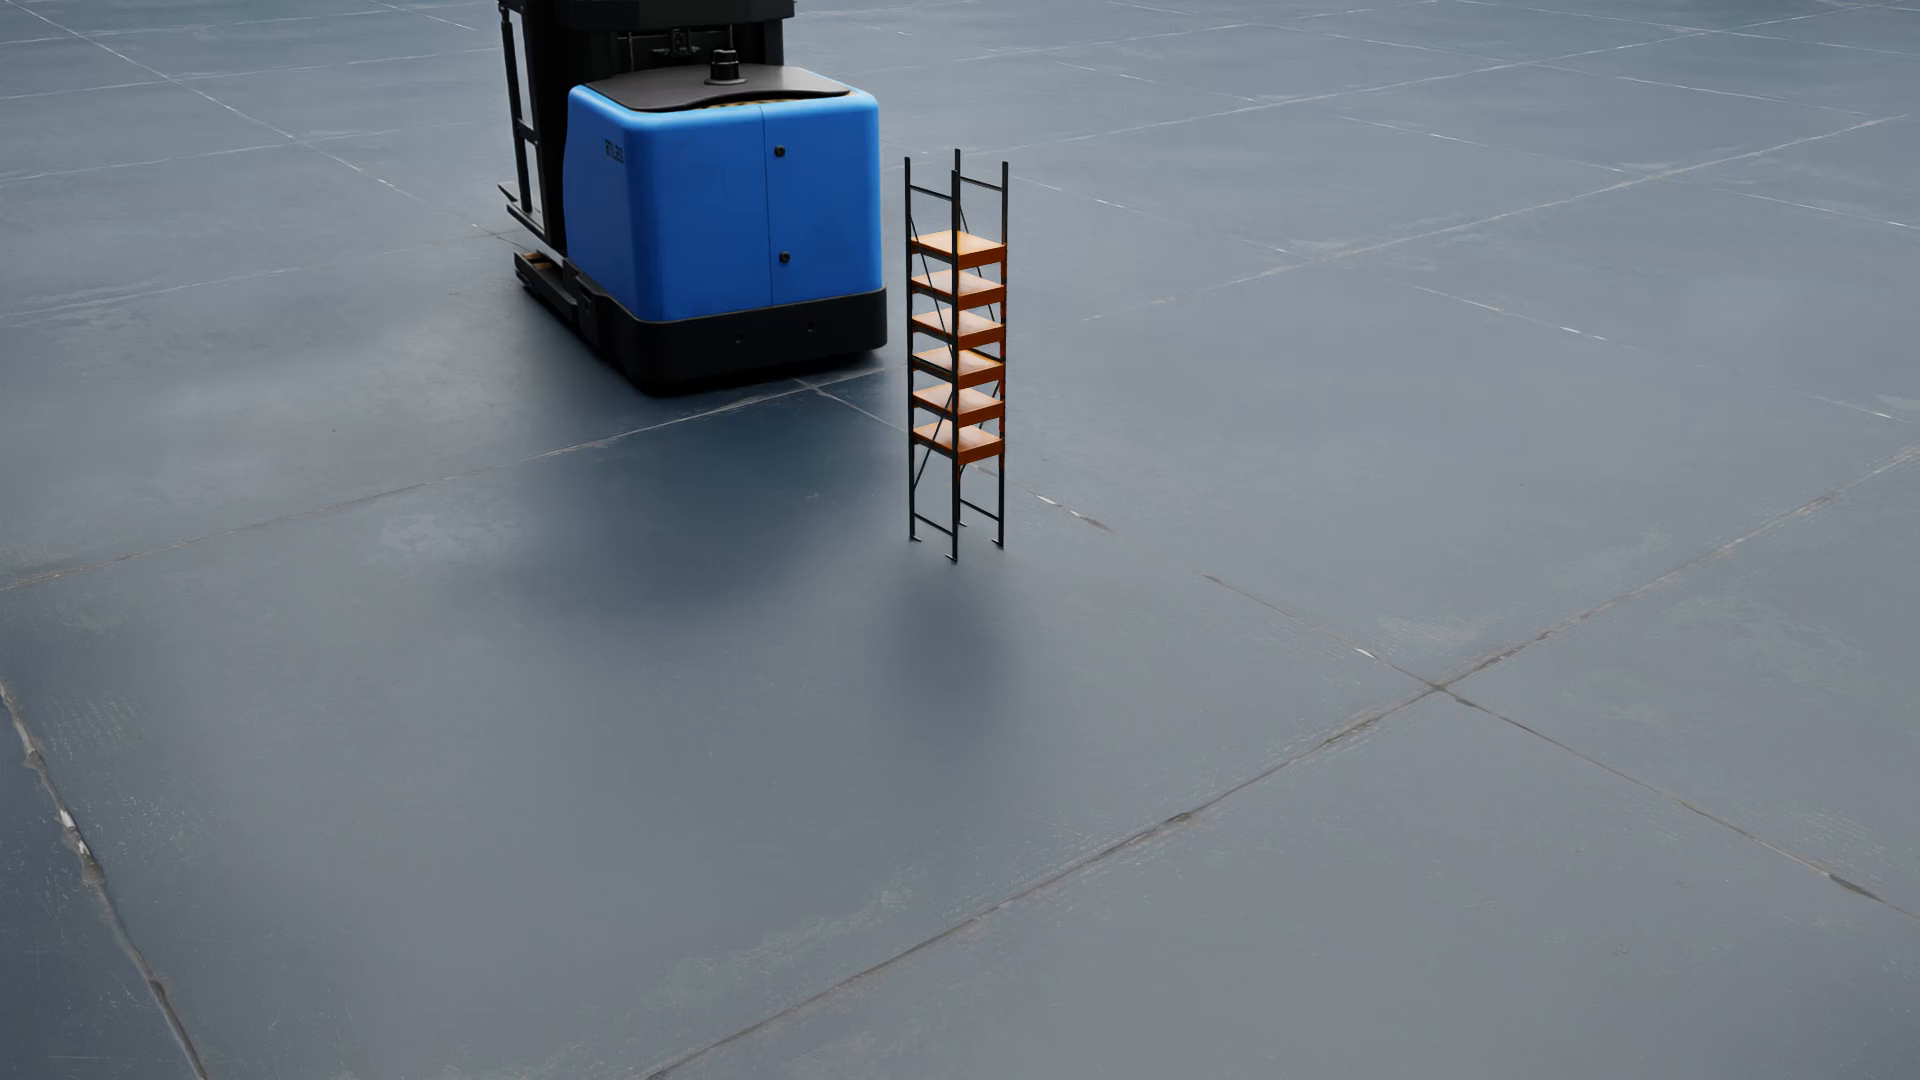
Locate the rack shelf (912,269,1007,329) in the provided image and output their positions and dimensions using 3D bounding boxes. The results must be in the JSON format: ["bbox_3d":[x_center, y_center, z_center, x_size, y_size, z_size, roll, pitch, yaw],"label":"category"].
[{"bbox_3d":[-0.011,-0.718,4.907,0.180,0.103,0.258,-18,31,-34],"label":"rack shelf"}]

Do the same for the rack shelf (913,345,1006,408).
[{"bbox_3d":[-0.011,-0.500,5.008,0.180,0.103,0.258,-18,31,-34],"label":"rack shelf"}]

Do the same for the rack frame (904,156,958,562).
[{"bbox_3d":[-0.083,-0.517,4.938,0.006,1.200,0.240,-18,31,-34],"label":"rack frame"}]

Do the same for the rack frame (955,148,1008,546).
[{"bbox_3d":[0.061,-0.564,5.041,0.006,1.200,0.240,-18,31,-34],"label":"rack frame"}]

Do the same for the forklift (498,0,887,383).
[{"bbox_3d":[-1.432,-2.517,7.192,1.130,2.935,3.031,-13,28,-25],"label":"forklift"}]

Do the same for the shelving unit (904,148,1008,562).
[{"bbox_3d":[-0.011,-0.540,4.989,0.189,1.200,0.258,-18,31,-34],"label":"shelving unit"}]

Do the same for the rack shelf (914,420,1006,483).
[{"bbox_3d":[-0.011,-0.282,5.109,0.180,0.103,0.258,-18,31,-34],"label":"rack shelf"}]

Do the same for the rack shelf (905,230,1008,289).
[{"bbox_3d":[-0.011,-0.827,4.856,0.180,0.103,0.258,-18,31,-34],"label":"rack shelf"}]

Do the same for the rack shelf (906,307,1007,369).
[{"bbox_3d":[-0.011,-0.609,4.957,0.180,0.103,0.258,-18,31,-34],"label":"rack shelf"}]

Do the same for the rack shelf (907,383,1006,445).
[{"bbox_3d":[-0.011,-0.391,5.059,0.180,0.103,0.258,-18,31,-34],"label":"rack shelf"}]
